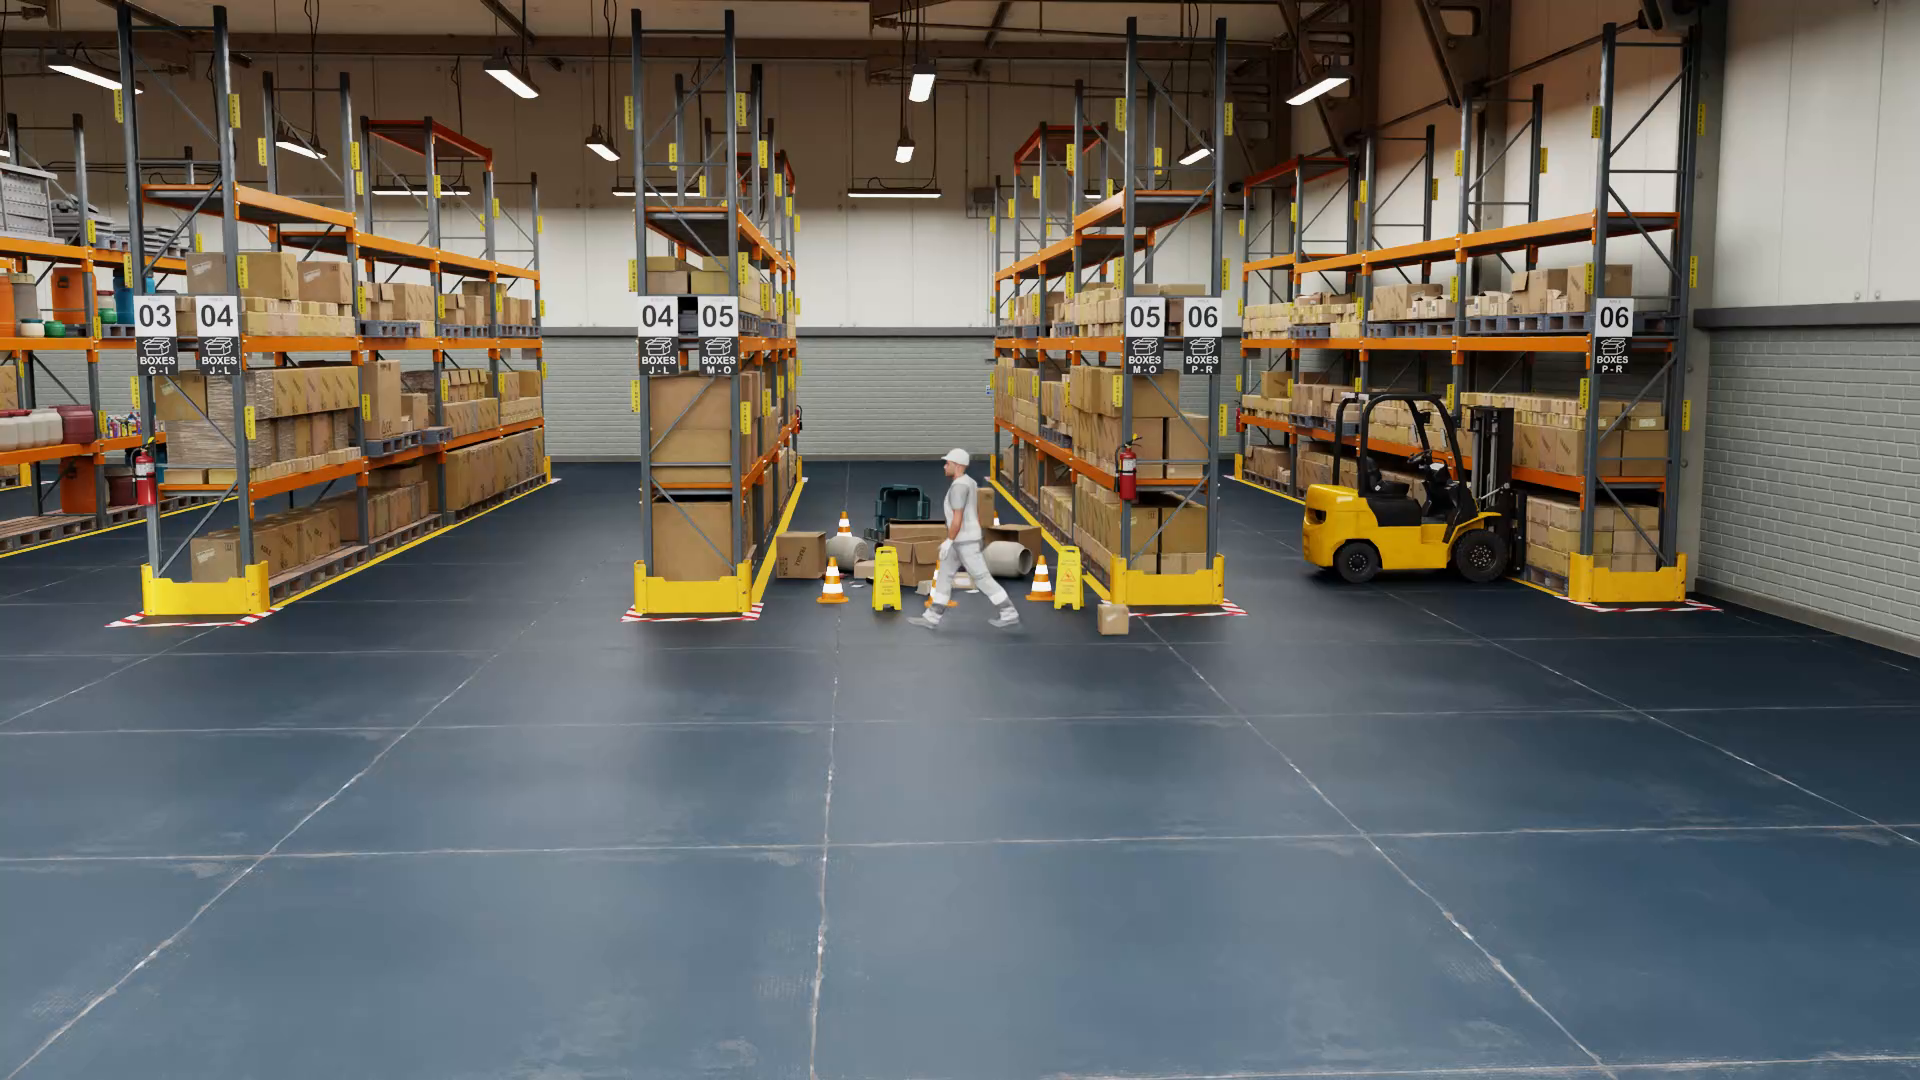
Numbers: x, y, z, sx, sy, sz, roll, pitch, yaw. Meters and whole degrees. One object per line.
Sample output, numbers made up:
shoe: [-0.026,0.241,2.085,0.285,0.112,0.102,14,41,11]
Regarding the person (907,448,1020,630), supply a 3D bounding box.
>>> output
person: [0.025,0.006,15.697,1.088,1.738,0.573,0,7,3]
